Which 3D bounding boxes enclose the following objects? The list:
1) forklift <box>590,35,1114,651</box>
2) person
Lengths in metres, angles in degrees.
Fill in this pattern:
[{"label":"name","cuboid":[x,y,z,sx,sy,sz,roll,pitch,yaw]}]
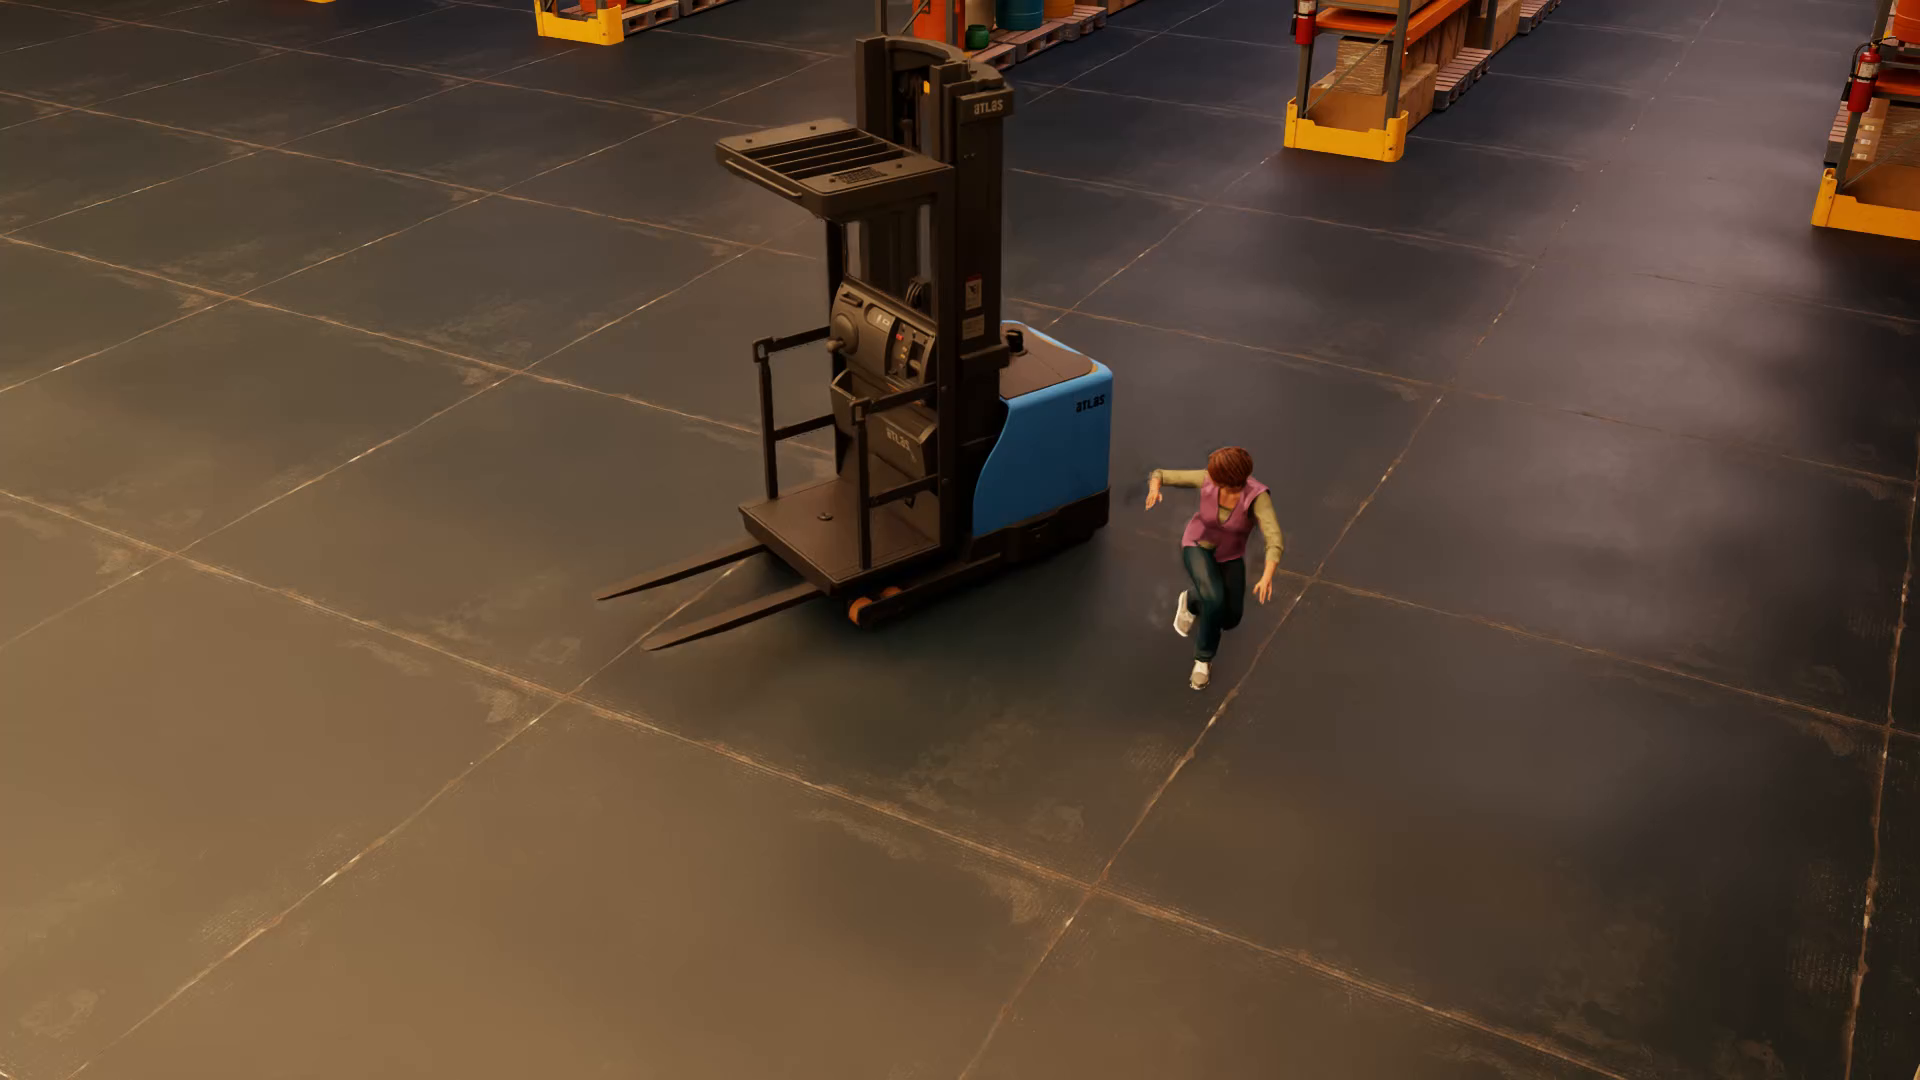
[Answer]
[{"label":"forklift","cuboid":[-0.590,-1.085,8.951,3.031,2.935,1.130,-20,35,-31]},{"label":"person","cuboid":[1.249,0.154,8.434,0.674,1.326,0.988,-1,30,-1]}]
